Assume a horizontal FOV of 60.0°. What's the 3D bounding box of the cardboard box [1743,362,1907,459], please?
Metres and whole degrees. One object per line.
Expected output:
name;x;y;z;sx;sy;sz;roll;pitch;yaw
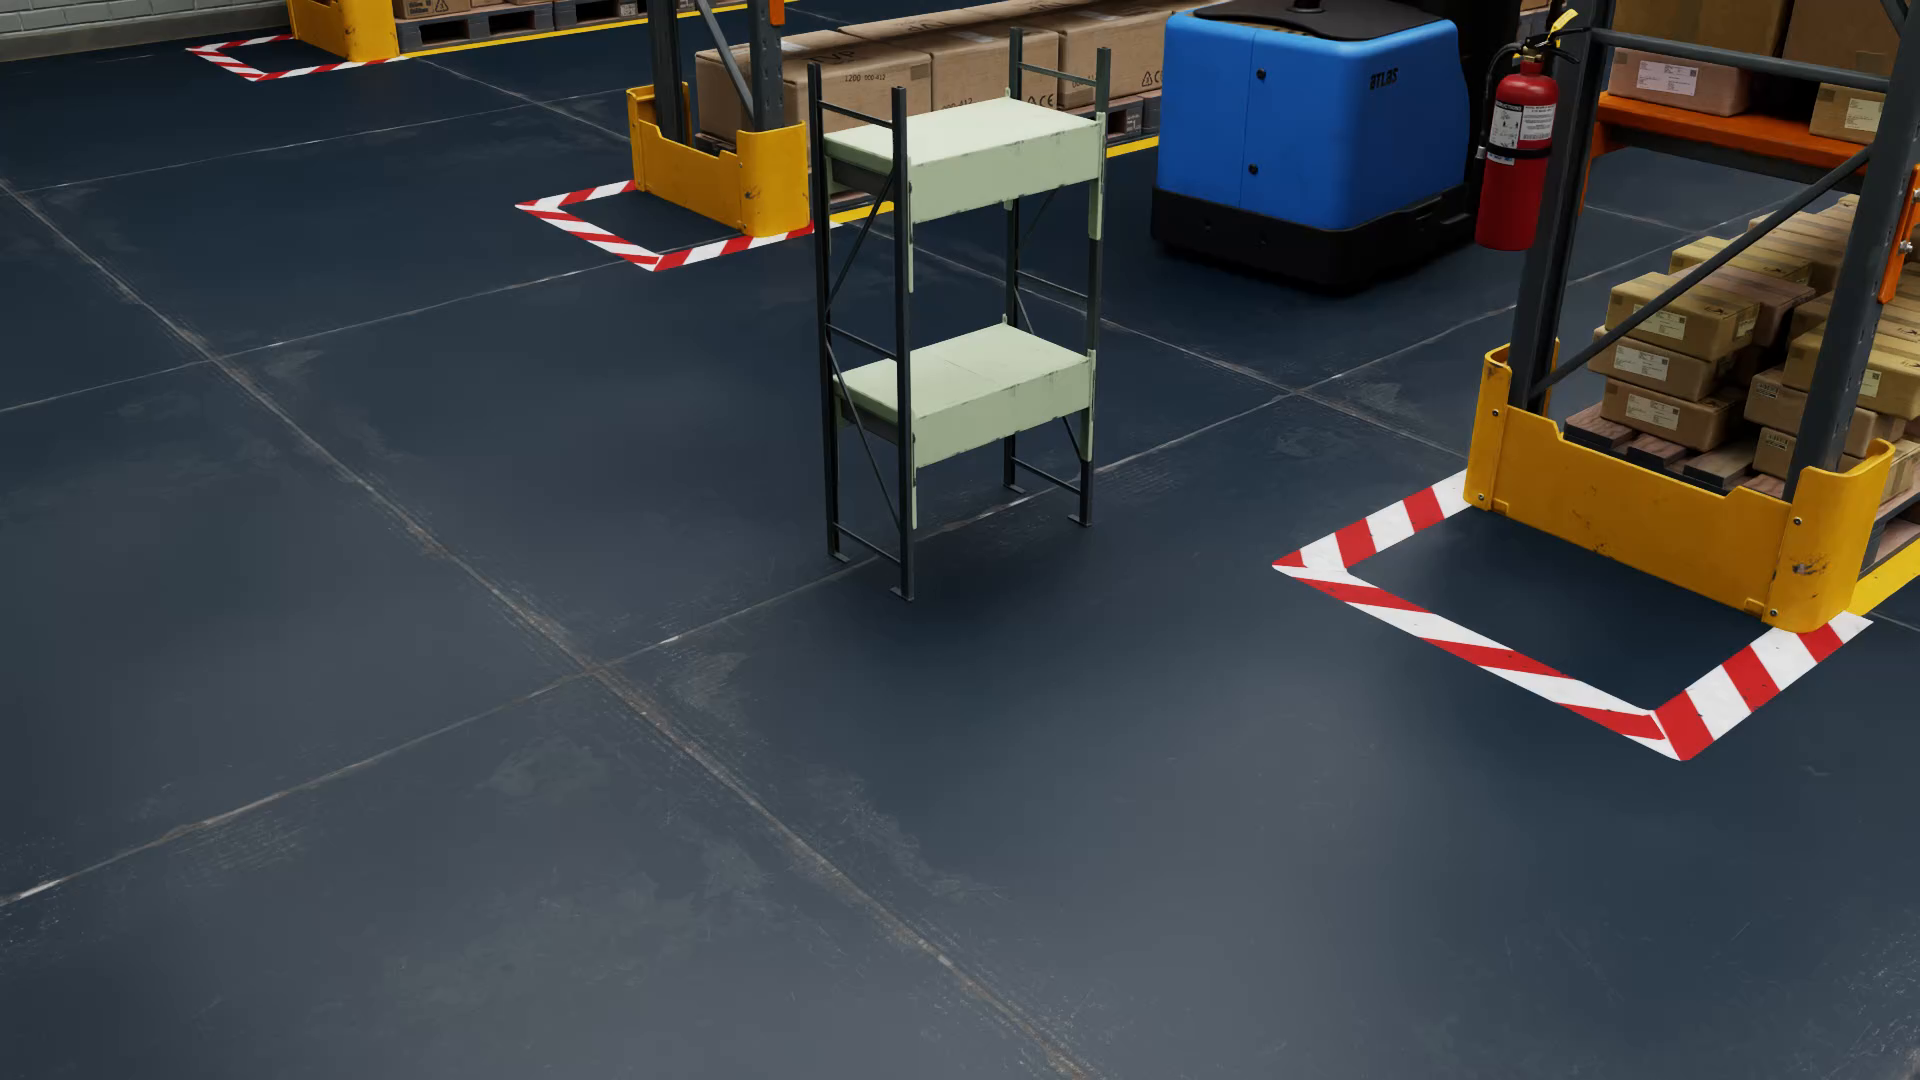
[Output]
cardboard box;2.657;-0.409;5.096;0.250;0.149;0.380;-20;34;-33

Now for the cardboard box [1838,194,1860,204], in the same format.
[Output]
cardboard box;3.532;-1.196;6.253;0.250;0.149;0.380;-22;35;-35

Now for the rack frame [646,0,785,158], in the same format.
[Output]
rack frame;-1.198;-3.026;7.729;0.127;3.000;1.000;-22;35;-35

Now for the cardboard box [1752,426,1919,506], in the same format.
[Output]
cardboard box;2.698;-0.255;5.124;0.250;0.149;0.380;-21;35;-34

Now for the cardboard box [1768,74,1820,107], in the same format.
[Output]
cardboard box;2.370;-1.435;5.018;0.250;0.149;0.380;-22;35;-35

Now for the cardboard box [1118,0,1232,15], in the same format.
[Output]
cardboard box;1.297;-3.151;10.236;0.875;0.438;0.875;-22;35;-36

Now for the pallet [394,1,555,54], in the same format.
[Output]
pallet;-3.759;-3.842;12.215;1.213;0.211;1.003;-22;35;-35

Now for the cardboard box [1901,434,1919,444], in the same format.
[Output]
cardboard box;2.844;-0.364;5.329;0.250;0.149;0.380;-22;35;-35

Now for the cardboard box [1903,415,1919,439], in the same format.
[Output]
cardboard box;2.902;-0.472;5.215;0.250;0.149;0.380;-22;35;-35

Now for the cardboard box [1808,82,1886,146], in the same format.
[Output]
cardboard box;2.551;-1.152;4.491;0.250;0.149;0.380;-22;35;-35

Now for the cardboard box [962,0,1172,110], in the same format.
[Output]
cardboard box;0.617;-2.877;9.724;0.875;0.438;0.875;-23;36;-36

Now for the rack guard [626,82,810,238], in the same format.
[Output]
rack guard;-1.217;-1.916;8.305;0.348;0.500;1.175;-22;35;-35

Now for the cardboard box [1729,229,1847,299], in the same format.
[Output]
cardboard box;2.911;-0.962;5.816;0.250;0.149;0.380;-24;36;-37

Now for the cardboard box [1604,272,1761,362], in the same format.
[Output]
cardboard box;2.330;-0.725;5.372;0.250;0.149;0.380;-21;35;-34

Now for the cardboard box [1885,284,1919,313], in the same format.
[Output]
cardboard box;3.117;-0.669;5.267;0.250;0.149;0.380;-22;35;-35

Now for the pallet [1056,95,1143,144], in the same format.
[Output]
pallet;0.287;-2.440;9.591;1.213;0.211;1.003;-22;35;-35

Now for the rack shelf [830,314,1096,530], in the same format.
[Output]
rack shelf;0.005;-0.376;5.054;0.720;0.370;0.431;-22;35;-35

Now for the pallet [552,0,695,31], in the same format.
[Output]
pallet;-2.831;-4.213;12.910;1.213;0.211;1.003;-22;35;-35

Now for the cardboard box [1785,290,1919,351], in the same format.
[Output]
cardboard box;2.842;-0.638;5.209;0.250;0.149;0.380;-21;35;-34

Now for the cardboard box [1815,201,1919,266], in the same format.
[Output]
cardboard box;3.352;-1.105;6.084;0.250;0.149;0.380;-23;36;-36

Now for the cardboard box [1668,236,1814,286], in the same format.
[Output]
cardboard box;2.673;-0.906;5.710;0.250;0.149;0.380;-23;36;-36

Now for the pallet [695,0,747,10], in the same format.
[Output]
pallet;-1.903;-4.588;13.612;1.213;0.211;1.003;-22;35;-35

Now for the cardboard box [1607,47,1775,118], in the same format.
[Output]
cardboard box;2.156;-1.372;4.901;0.250;0.149;0.380;-22;35;-35

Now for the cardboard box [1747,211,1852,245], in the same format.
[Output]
cardboard box;3.079;-1.064;6.007;0.250;0.149;0.380;-20;34;-33

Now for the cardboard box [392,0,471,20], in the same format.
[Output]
cardboard box;-3.896;-4.042;11.833;0.637;0.503;0.797;-24;36;-37

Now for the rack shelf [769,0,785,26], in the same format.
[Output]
rack shelf;0.323;-3.320;9.044;4.000;0.370;1.077;-22;35;-35

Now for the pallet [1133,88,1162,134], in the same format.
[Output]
pallet;1.215;-2.815;10.293;1.213;0.211;1.003;-22;35;-35

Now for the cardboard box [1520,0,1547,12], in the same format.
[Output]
cardboard box;3.627;-4.268;11.863;0.875;0.875;0.875;-21;35;-34

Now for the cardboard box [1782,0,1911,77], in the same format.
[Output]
cardboard box;2.612;-1.495;4.444;0.500;0.500;0.500;-20;34;-33

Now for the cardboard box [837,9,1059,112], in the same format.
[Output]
cardboard box;-0.070;-2.602;9.208;0.875;0.438;0.875;-21;34;-34

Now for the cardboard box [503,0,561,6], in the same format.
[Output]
cardboard box;-3.220;-4.288;12.297;0.500;0.500;0.700;-20;34;-33

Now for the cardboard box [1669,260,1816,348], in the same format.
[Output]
cardboard box;2.558;-0.781;5.477;0.250;0.149;0.380;-21;35;-34

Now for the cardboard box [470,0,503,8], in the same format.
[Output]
cardboard box;-3.547;-4.001;12.134;0.250;0.149;0.380;-24;36;-37

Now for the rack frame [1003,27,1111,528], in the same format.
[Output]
rack frame;0.284;-0.775;5.110;0.023;1.500;0.400;-22;35;-35

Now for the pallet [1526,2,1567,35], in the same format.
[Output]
pallet;4.239;-4.029;12.565;1.213;0.211;1.003;-22;35;-35

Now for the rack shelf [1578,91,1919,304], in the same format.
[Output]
rack shelf;3.613;-1.576;5.780;4.000;0.370;1.077;-22;35;-35

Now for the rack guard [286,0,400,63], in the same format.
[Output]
rack guard;-4.365;-3.725;11.690;0.348;0.500;1.175;-22;35;-35

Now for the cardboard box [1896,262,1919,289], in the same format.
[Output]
cardboard box;3.252;-0.775;5.465;0.250;0.149;0.380;-24;36;-37

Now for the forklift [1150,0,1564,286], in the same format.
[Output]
forklift;2.267;-2.990;7.735;1.130;2.935;3.031;24;36;38

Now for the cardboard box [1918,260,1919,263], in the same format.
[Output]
cardboard box;3.469;-0.856;5.617;0.250;0.149;0.380;-20;34;-33

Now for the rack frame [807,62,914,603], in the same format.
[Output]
rack frame;-0.273;-0.552;4.691;0.023;1.500;0.400;-22;35;-35

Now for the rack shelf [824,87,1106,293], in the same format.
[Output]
rack shelf;0.005;-1.008;4.716;0.720;0.370;0.431;-22;35;-35

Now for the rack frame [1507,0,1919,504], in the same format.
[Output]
rack frame;2.091;-1.282;4.466;0.127;3.000;1.000;-22;35;-35

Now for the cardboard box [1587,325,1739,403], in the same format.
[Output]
cardboard box;2.308;-0.605;5.462;0.250;0.149;0.380;-23;36;-36

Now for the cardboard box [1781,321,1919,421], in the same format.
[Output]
cardboard box;2.711;-0.510;4.970;0.250;0.149;0.380;-24;36;-37

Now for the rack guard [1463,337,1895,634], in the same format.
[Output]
rack guard;2.149;-0.202;5.098;0.348;0.500;1.175;-22;35;-35

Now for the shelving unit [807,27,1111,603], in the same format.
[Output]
shelving unit;0.005;-0.664;4.900;0.755;1.500;0.431;-22;35;-35

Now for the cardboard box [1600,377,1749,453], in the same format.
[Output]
cardboard box;2.357;-0.445;5.480;0.250;0.149;0.380;-21;35;-34

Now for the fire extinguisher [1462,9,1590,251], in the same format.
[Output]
fire extinguisher;1.600;-1.172;4.737;0.183;0.674;0.296;-22;35;-35

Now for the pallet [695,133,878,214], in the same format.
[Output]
pallet;-0.641;-2.068;8.897;1.213;0.211;1.003;-22;35;-35

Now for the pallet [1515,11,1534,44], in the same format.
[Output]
pallet;3.311;-3.658;11.870;1.213;0.211;1.003;-22;35;-35

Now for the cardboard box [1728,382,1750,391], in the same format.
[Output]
cardboard box;2.486;-0.560;5.695;0.250;0.149;0.380;-21;34;-33

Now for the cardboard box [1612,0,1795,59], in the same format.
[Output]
cardboard box;2.266;-1.687;4.802;0.500;0.500;0.500;-21;35;-34

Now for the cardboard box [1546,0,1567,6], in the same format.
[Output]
cardboard box;4.308;-4.540;12.371;0.875;0.875;0.875;-22;35;-35

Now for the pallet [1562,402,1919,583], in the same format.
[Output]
pallet;2.790;-0.311;5.608;1.213;0.211;1.003;-22;35;-35

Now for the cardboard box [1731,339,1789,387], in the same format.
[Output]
cardboard box;2.542;-0.665;5.576;0.250;0.149;0.380;-23;36;-36

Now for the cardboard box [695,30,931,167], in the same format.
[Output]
cardboard box;-0.761;-2.319;8.679;0.875;0.438;0.875;-23;36;-37
